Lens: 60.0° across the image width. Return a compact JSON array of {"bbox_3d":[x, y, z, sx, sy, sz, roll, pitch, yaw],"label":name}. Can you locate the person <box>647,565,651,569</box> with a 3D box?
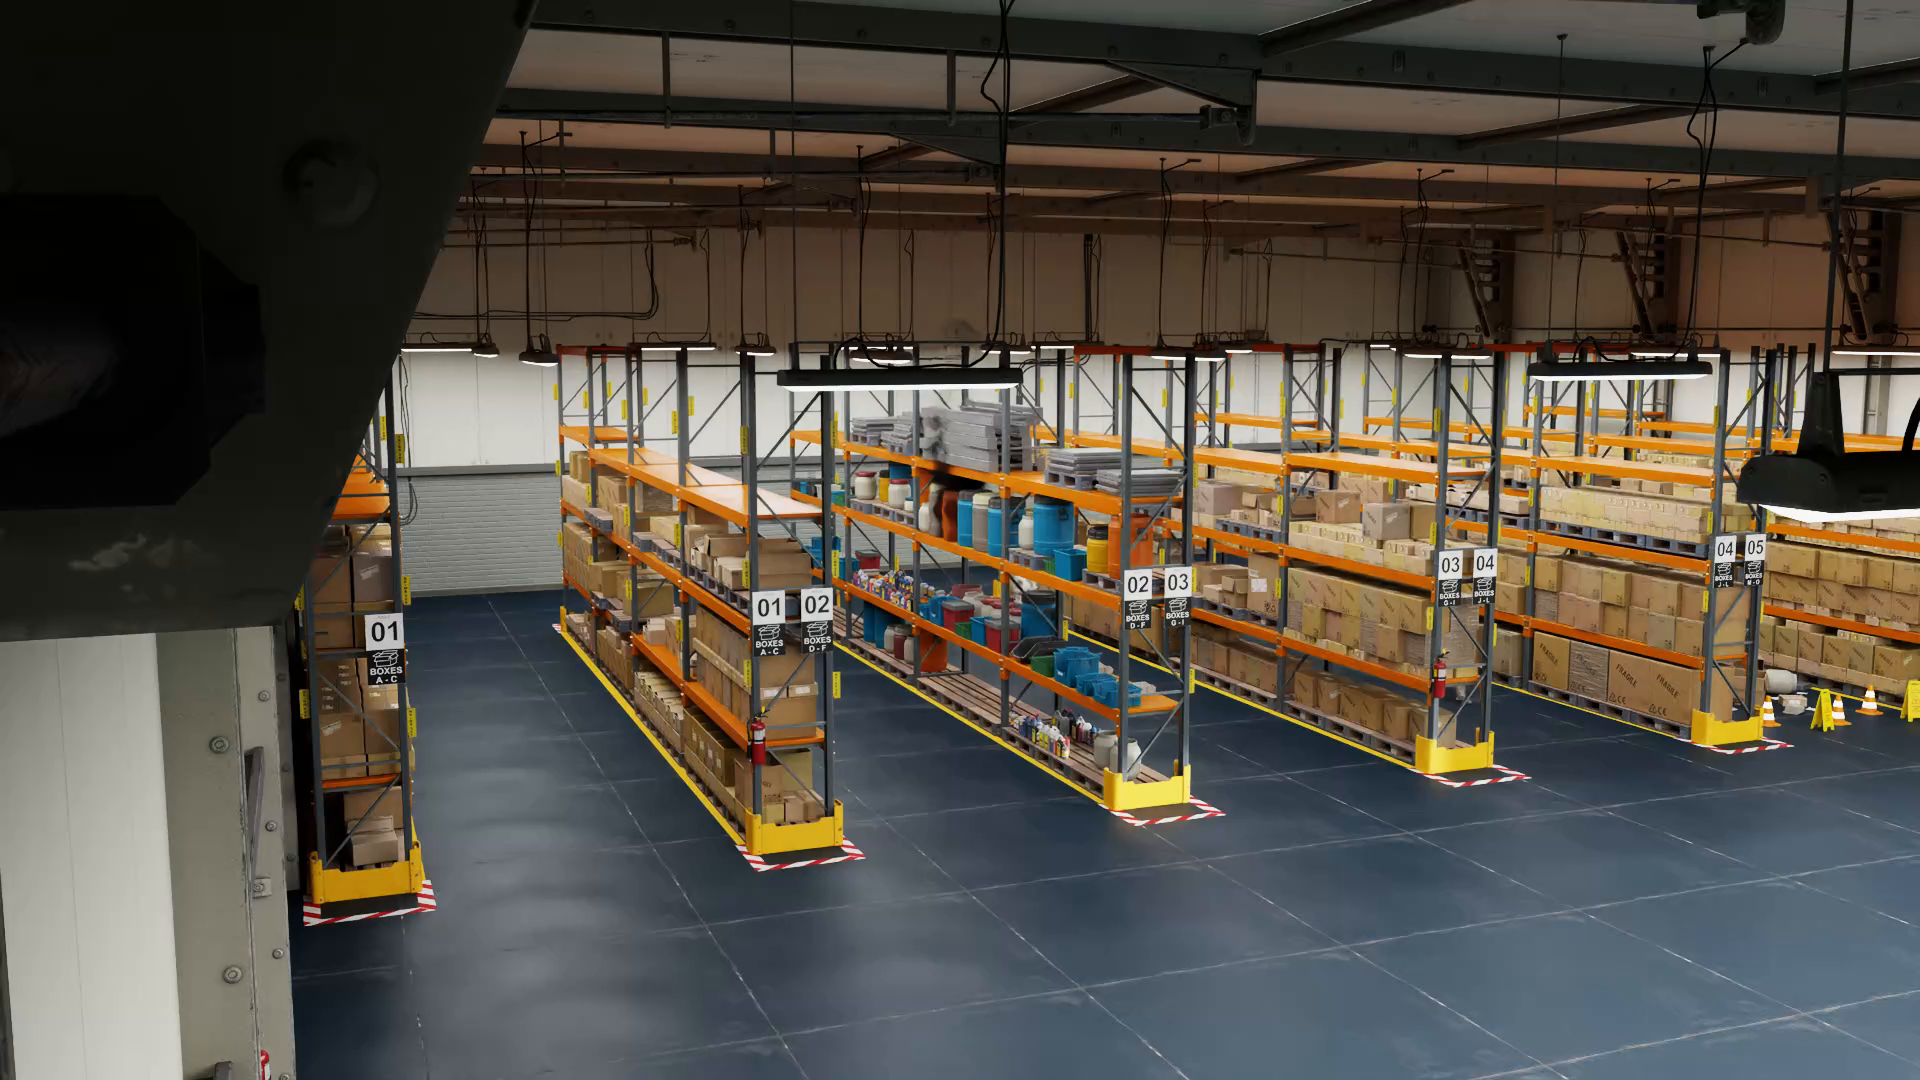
[{"bbox_3d":[-6.956,0.908,36.502,0.801,1.615,0.562,5,9,32],"label":"person"}]

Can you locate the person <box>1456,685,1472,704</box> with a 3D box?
[{"bbox_3d":[8.440,1.896,28.436,0.678,1.702,0.895,-4,8,-27],"label":"person"}]

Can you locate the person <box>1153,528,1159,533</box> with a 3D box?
[{"bbox_3d":[4.603,0.499,39.799,0.615,1.596,0.512,1,7,4],"label":"person"}]

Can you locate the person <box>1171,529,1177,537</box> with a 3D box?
[{"bbox_3d":[4.922,0.615,38.352,0.657,1.736,0.744,-2,8,-16],"label":"person"}]

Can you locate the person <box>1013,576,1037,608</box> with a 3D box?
[{"bbox_3d":[1.291,1.233,32.942,0.610,1.741,0.922,-3,8,-24],"label":"person"}]
